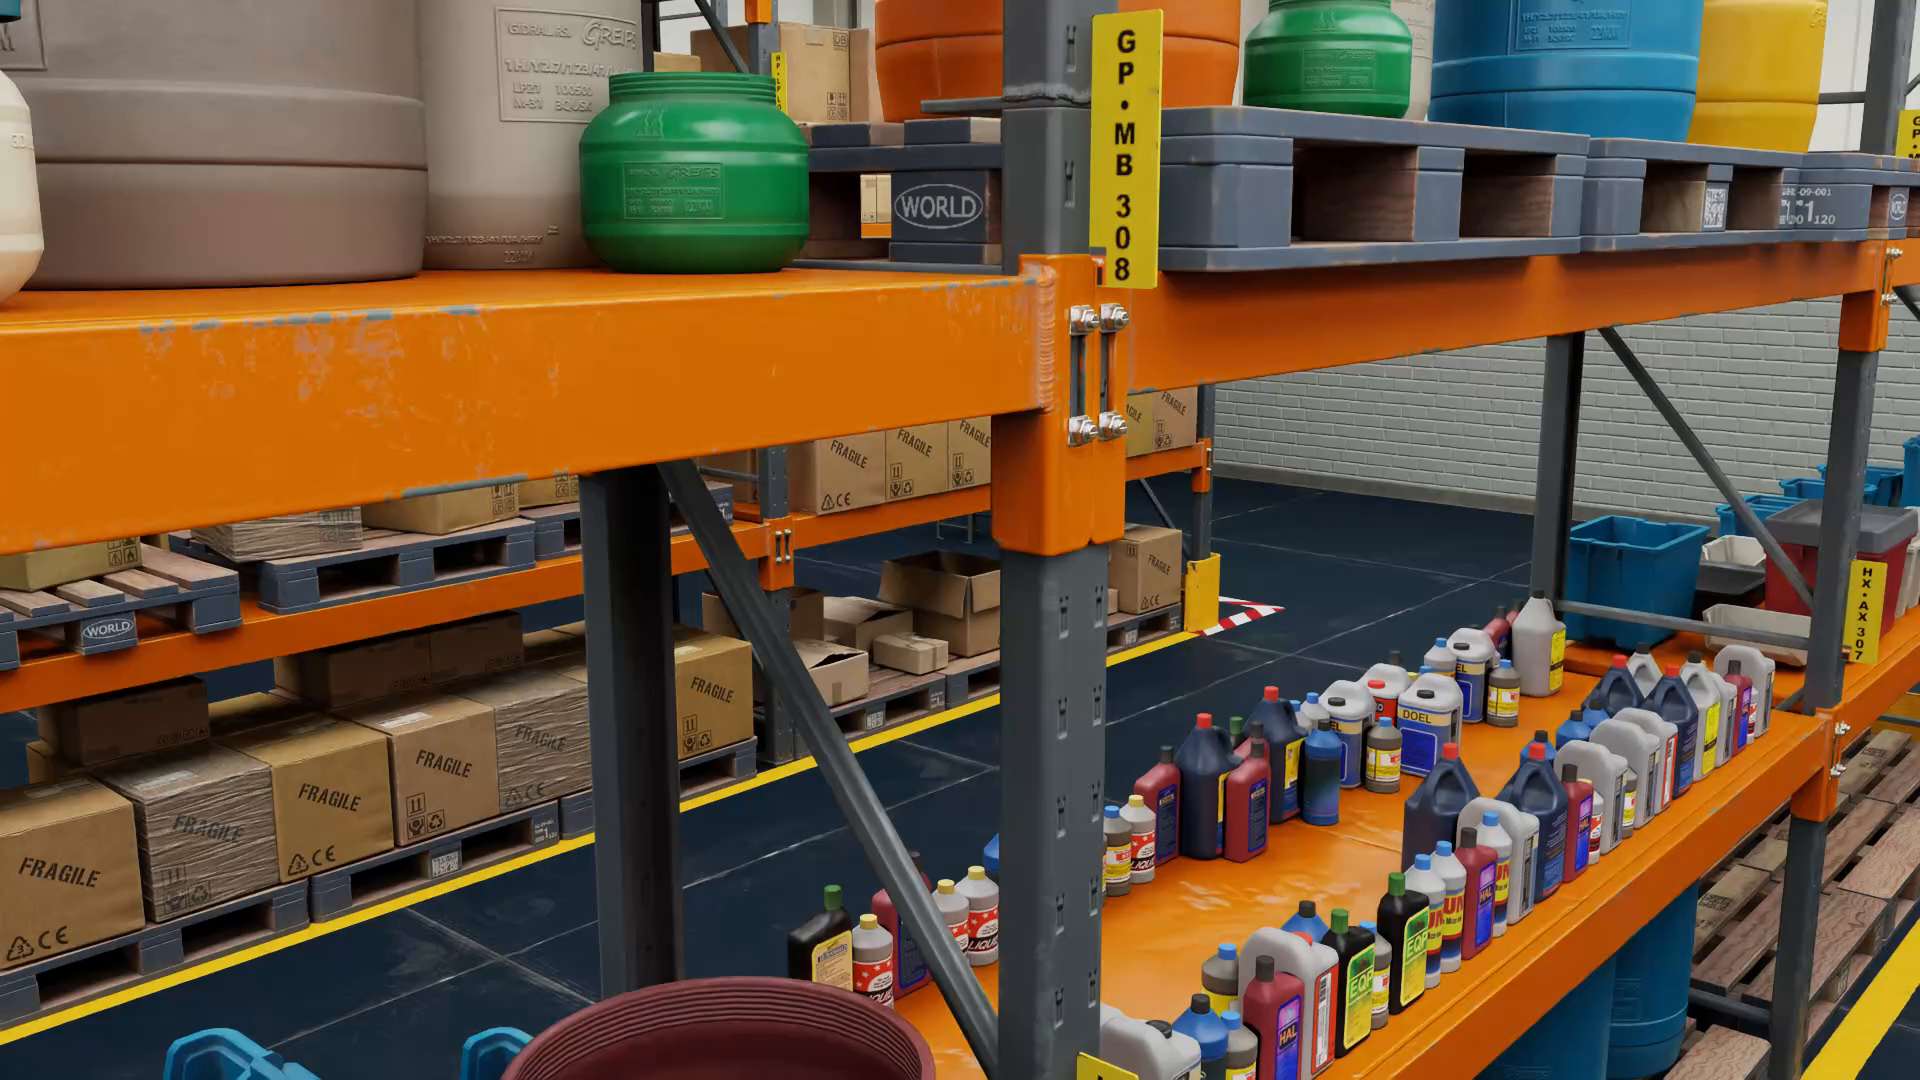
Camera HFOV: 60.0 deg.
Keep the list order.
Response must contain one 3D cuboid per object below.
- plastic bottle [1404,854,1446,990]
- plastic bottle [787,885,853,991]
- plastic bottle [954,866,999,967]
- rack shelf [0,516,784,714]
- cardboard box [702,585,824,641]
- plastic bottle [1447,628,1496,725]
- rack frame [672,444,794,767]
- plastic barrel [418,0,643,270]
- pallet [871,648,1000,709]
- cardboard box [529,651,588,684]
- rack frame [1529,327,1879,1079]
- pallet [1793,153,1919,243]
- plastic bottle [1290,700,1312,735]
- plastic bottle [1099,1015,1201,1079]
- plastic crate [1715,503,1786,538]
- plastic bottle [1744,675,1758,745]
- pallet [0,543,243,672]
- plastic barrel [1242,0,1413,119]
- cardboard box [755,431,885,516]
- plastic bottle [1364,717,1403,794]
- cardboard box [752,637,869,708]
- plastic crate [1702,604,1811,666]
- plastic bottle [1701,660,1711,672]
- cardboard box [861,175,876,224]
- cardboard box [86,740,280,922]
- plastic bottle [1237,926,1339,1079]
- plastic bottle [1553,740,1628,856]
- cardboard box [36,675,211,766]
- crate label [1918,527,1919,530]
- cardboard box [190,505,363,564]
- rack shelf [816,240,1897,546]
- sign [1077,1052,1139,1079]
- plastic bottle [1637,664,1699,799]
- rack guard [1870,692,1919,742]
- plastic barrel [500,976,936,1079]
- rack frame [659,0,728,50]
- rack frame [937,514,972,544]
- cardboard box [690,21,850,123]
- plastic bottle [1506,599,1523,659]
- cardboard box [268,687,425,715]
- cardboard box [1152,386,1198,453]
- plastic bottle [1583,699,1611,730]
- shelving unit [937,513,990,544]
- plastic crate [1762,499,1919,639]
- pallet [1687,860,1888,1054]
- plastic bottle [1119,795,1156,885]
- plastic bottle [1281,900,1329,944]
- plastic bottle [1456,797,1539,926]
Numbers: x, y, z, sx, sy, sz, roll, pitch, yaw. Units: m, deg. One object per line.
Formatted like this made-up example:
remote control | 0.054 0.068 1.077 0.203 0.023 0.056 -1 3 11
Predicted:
plastic bottle | 0.953 0.785 3.450 0.097 0.271 0.097 0 11 0
plastic bottle | -0.271 0.822 3.236 0.061 0.283 0.133 10 15 40
plastic bottle | 0.035 0.799 3.559 0.097 0.201 0.097 0 11 0
rack shelf | -2.616 0.297 7.404 1.077 0.370 4.000 10 15 40
cardboard box | -1.133 0.539 9.612 0.500 0.500 0.500 10 15 40
plastic bottle | 1.589 0.424 5.246 0.152 0.276 0.135 10 15 40
rack frame | -1.296 -0.350 8.807 1.000 3.000 0.127 10 15 40
plastic barrel | -0.653 -0.640 2.316 0.421 0.512 0.421 0 11 0
pallet | -0.037 0.736 10.488 1.003 0.211 1.213 10 15 40
cardboard box | -1.739 0.841 8.101 0.500 0.500 0.500 10 15 41
rack frame | 2.422 0.291 5.597 1.000 3.000 0.127 10 15 40
pallet | 1.978 -0.960 4.681 1.213 0.211 1.003 10 15 40
plastic bottle | 0.905 0.571 4.523 0.097 0.271 0.097 0 11 0
plastic bottle | 0.310 0.918 2.773 0.152 0.276 0.135 10 15 40
plastic crate | 3.585 -0.013 7.395 0.416 0.233 0.300 10 15 40
plastic bottle | 2.349 0.509 5.014 0.097 0.201 0.097 0 11 0
pallet | -3.542 0.224 6.424 1.213 0.211 1.003 10 15 40
plastic barrel | 0.654 -0.848 2.963 0.294 0.245 0.294 0 11 0
cardboard box | -0.755 -0.439 8.996 0.500 0.500 0.500 10 15 42
plastic bottle | 1.172 0.591 4.603 0.097 0.201 0.097 0 11 0
cardboard box | -0.856 0.719 9.196 0.500 0.311 0.500 10 15 40
plastic crate | 2.837 0.341 5.868 0.396 0.136 0.243 10 15 40
plastic bottle | 2.299 0.475 5.184 0.097 0.201 0.097 0 11 0
cardboard box | -0.789 -1.787 8.725 0.500 0.250 0.500 10 15 40
cardboard box | -3.080 1.141 6.601 0.500 0.500 0.500 9 14 38
plastic bottle | 0.616 0.850 3.113 0.152 0.276 0.135 10 15 40
plastic bottle | 1.589 0.633 4.199 0.152 0.276 0.135 10 15 40
cardboard box | -3.461 0.704 6.873 0.500 0.250 0.500 11 15 42
crate label | 4.293 0.030 7.421 0.396 0.136 0.243 10 15 40
cardboard box | -2.858 -0.234 6.896 0.500 0.500 0.700 -9 14 -37
rack shelf | 1.102 -0.533 3.901 1.077 0.370 4.000 10 15 40
sign | 0.200 0.869 2.284 0.100 0.325 0.005 10 15 40
plastic bottle | 1.940 0.520 4.577 0.144 0.351 0.185 10 15 40
rack guard | 5.069 0.923 8.815 1.175 0.500 0.348 10 15 40
plastic barrel | -0.297 0.920 2.100 0.600 0.536 0.708 10 15 40
rack frame | -2.379 -4.521 14.369 1.000 3.000 0.127 10 15 40
rack frame | -0.052 -1.018 14.448 0.400 2.100 0.015 10 15 40
cardboard box | -1.004 -2.437 8.788 0.700 0.500 0.500 10 15 40
plastic bottle | 1.860 0.347 5.615 0.061 0.283 0.133 10 15 40
cardboard box | -2.812 0.926 7.674 0.500 0.500 0.500 9 14 38
cardboard box | 1.253 -0.887 11.237 0.500 0.500 0.500 10 15 42
plastic bottle | 1.725 0.568 4.537 0.097 0.271 0.097 0 11 0
shelving unit | 0.109 -1.054 14.627 0.431 2.100 0.503 10 15 40
plastic crate | 3.200 0.131 6.081 0.402 0.464 0.583 10 15 40
pallet | 2.879 1.545 6.437 1.003 0.211 1.213 10 15 40
plastic bottle | 0.421 0.713 3.990 0.097 0.201 0.097 0 11 0
plastic bottle | 0.667 0.831 3.221 0.097 0.271 0.097 0 11 0
plastic bottle | 1.226 0.714 3.794 0.152 0.276 0.135 10 15 40
